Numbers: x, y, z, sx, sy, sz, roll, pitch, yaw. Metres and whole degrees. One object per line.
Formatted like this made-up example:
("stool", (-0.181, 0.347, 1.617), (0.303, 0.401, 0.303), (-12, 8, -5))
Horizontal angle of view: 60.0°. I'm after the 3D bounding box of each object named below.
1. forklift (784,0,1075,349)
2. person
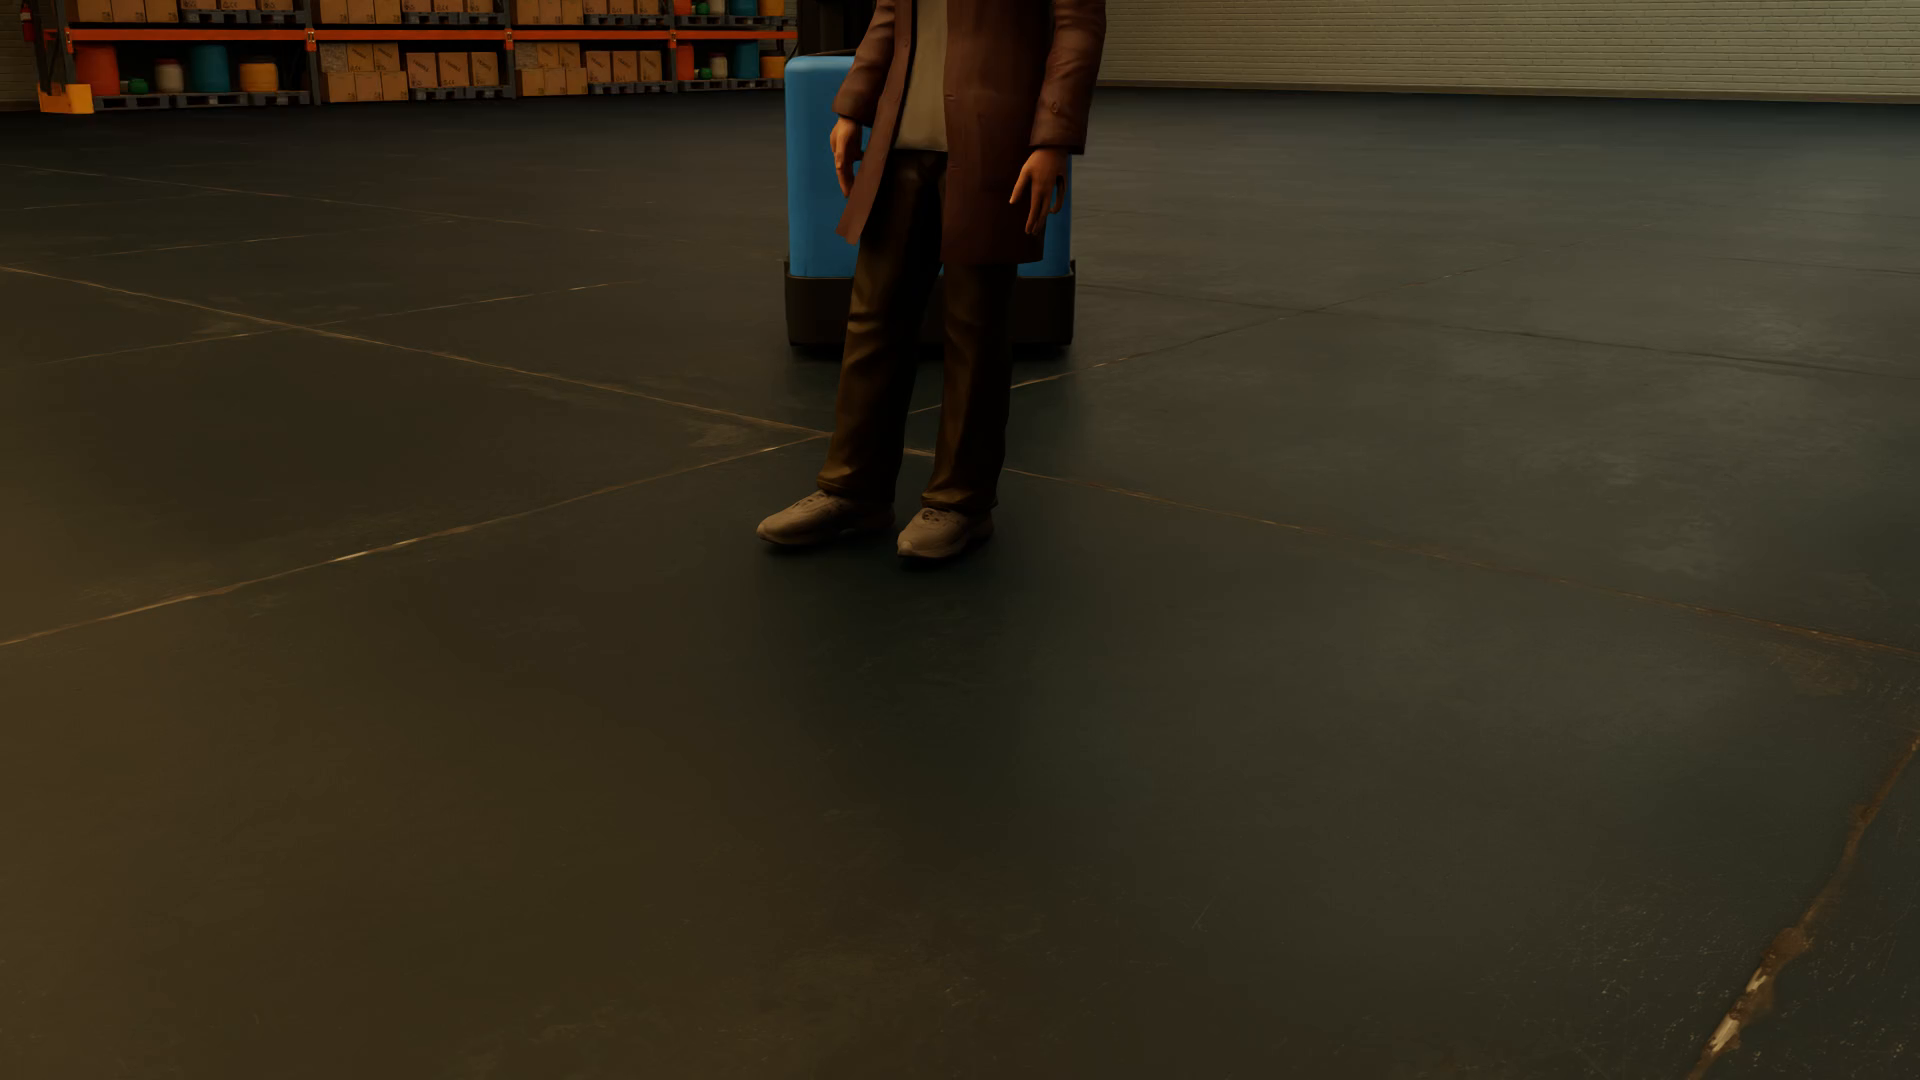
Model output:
("forklift", (-0.138, -2.486, 7.084), (1.130, 2.935, 3.031), (0, 17, -1))
("person", (-0.062, -0.837, 3.616), (0.696, 1.778, 0.579), (13, 21, 37))
